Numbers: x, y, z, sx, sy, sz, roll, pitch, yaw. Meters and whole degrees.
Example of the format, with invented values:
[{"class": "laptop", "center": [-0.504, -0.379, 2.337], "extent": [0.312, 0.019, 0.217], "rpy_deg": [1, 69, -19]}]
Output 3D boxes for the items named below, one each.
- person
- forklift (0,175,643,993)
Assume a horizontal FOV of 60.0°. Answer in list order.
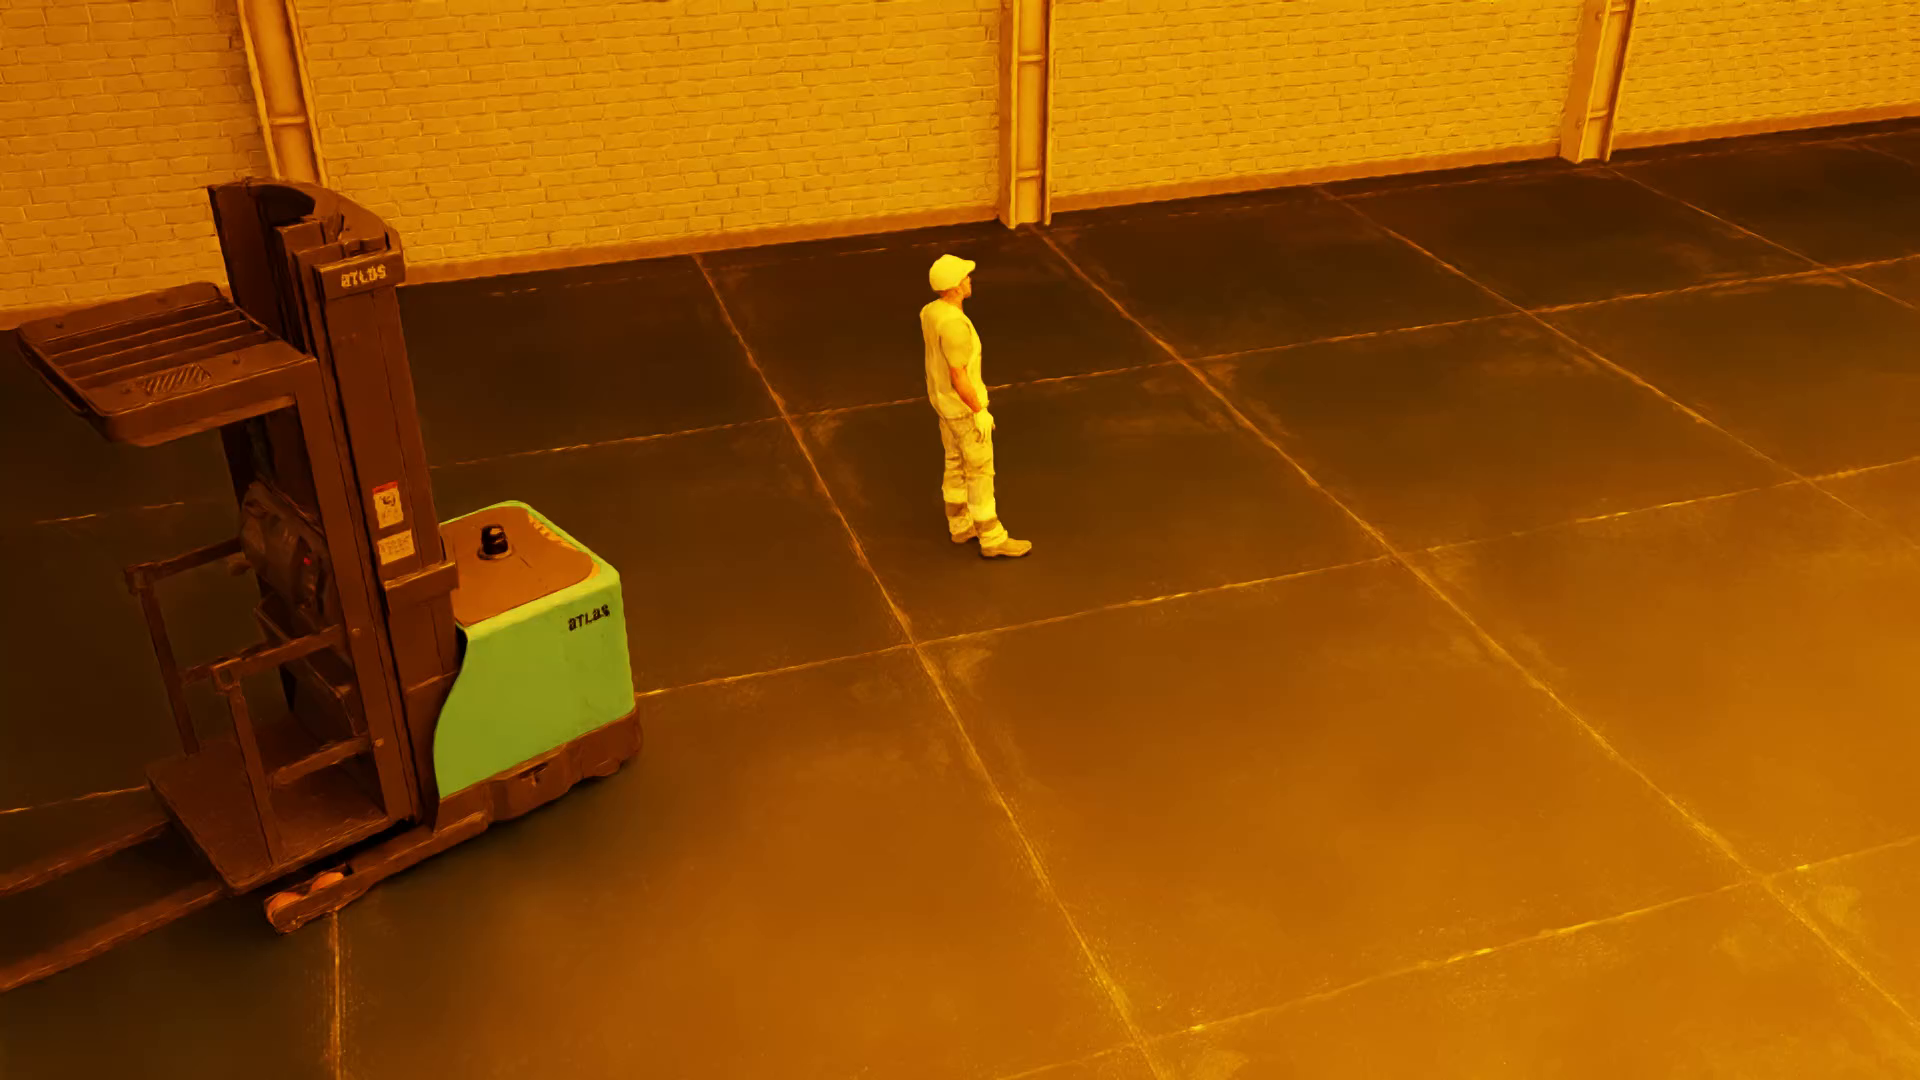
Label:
[{"class": "person", "center": [0.080, -0.789, 9.589], "extent": [0.563, 1.787, 0.637], "rpy_deg": [-10, 31, -16]}, {"class": "forklift", "center": [-2.990, 0.109, 6.897], "extent": [3.031, 2.935, 1.130], "rpy_deg": [-24, 38, -35]}]
